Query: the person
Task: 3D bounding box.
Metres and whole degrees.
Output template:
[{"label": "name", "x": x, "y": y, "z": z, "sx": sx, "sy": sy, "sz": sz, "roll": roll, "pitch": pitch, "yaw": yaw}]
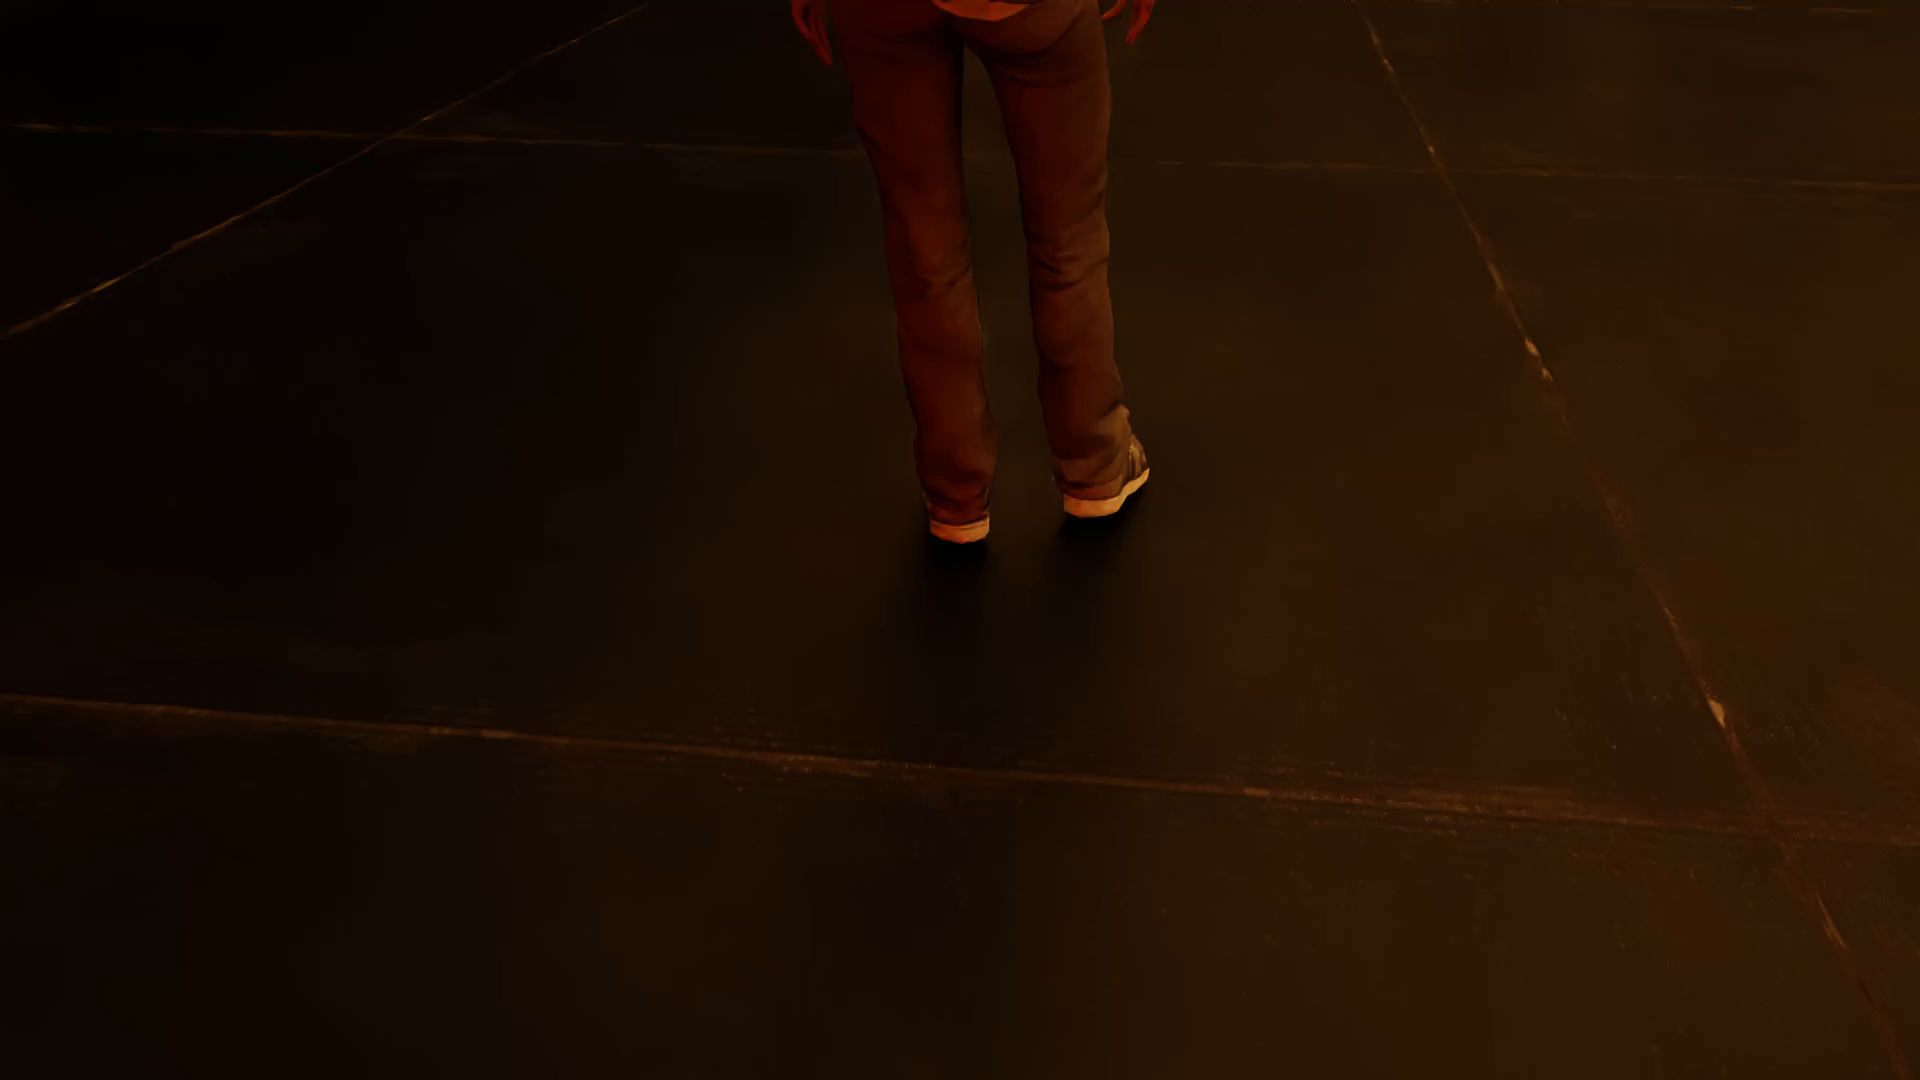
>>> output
[{"label": "person", "x": 0.024, "y": -0.753, "z": 2.205, "sx": 0.521, "sy": 1.597, "sz": 0.474, "roll": 3, "pitch": 27, "yaw": 7}]
